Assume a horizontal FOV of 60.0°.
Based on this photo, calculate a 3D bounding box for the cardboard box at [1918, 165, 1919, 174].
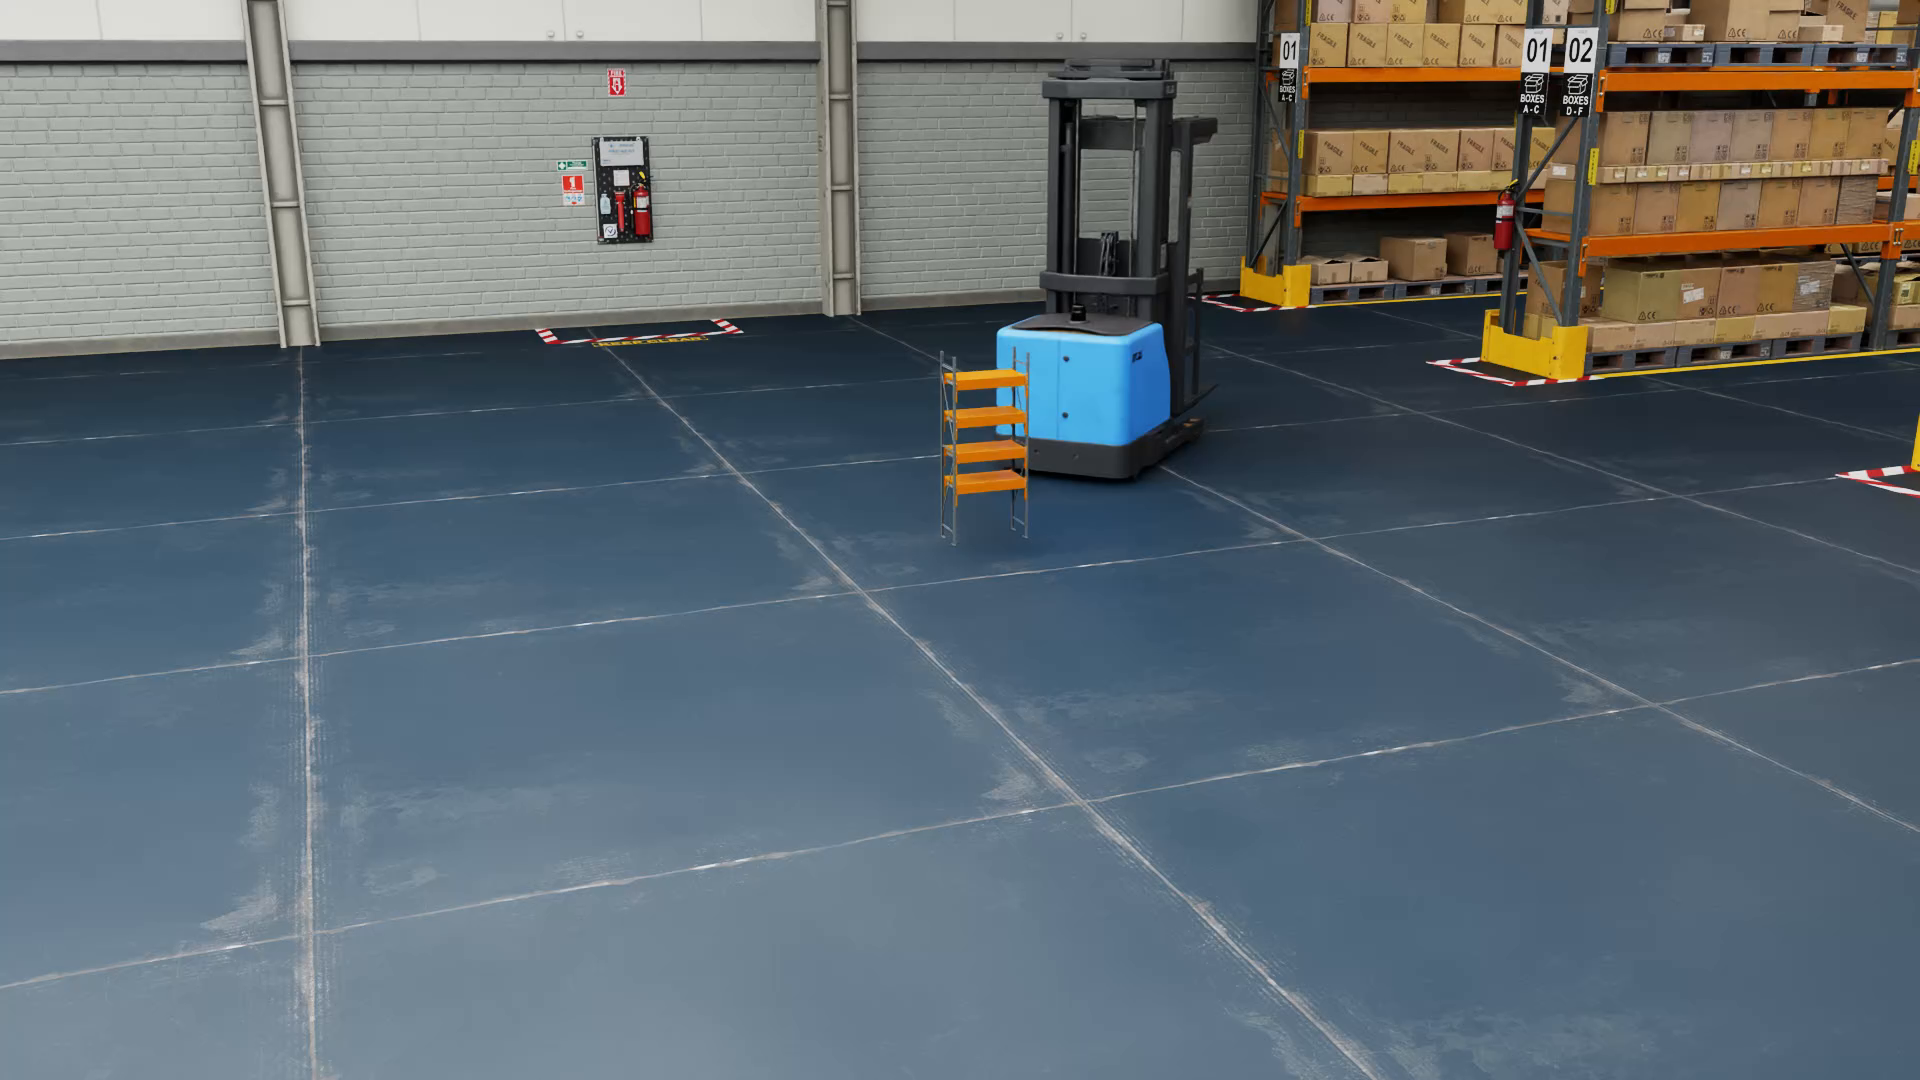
[{"bbox_3d":[13.642,-5.305,23.748,0.250,0.149,0.380,-7,18,-22],"label":"cardboard box"}]

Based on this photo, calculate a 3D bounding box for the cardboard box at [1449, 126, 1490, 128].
[{"bbox_3d":[6.590,-5.088,21.500,0.500,0.500,0.500,-6,17,-20],"label":"cardboard box"}]

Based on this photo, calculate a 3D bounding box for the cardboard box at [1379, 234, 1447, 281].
[{"bbox_3d":[5.767,-3.607,21.212,0.500,0.500,0.700,-7,18,-24],"label":"cardboard box"}]

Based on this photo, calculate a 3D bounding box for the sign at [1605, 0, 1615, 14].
[{"bbox_3d":[5.822,-4.878,14.869,0.005,0.325,0.100,-6,17,-20],"label":"sign"}]

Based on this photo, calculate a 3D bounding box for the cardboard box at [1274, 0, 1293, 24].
[{"bbox_3d":[4.162,-6.520,20.164,0.500,0.500,0.500,-5,17,-18],"label":"cardboard box"}]

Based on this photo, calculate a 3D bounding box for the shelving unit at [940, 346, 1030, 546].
[{"bbox_3d":[0.155,-0.592,10.486,0.503,1.200,0.258,-6,17,-20],"label":"shelving unit"}]

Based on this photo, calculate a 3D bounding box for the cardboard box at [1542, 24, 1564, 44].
[{"bbox_3d":[7.203,-6.215,20.901,0.500,0.500,0.500,-6,17,-19],"label":"cardboard box"}]

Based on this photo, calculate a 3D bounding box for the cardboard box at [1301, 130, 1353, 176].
[{"bbox_3d":[4.407,-4.697,20.170,0.500,0.500,0.500,-6,17,-20],"label":"cardboard box"}]

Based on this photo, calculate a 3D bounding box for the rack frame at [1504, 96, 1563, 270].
[{"bbox_3d":[7.588,-4.834,21.736,0.127,3.000,1.000,-6,17,-20],"label":"rack frame"}]

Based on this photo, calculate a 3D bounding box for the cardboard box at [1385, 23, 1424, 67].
[{"bbox_3d":[5.253,-5.994,20.148,0.500,0.500,0.500,-5,17,-18],"label":"cardboard box"}]

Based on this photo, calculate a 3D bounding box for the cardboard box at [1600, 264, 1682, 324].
[{"bbox_3d":[6.676,-2.416,16.306,0.500,0.500,0.500,-6,17,-20],"label":"cardboard box"}]

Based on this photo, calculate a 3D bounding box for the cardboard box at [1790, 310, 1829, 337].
[{"bbox_3d":[8.539,-2.261,17.109,0.500,0.250,0.500,-6,17,-20],"label":"cardboard box"}]

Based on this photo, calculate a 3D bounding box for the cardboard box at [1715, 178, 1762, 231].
[{"bbox_3d":[7.514,-3.376,16.594,0.500,0.500,0.700,-6,17,-18],"label":"cardboard box"}]

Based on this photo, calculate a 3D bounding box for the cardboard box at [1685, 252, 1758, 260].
[{"bbox_3d":[7.886,-2.708,17.299,0.500,0.500,0.500,-6,17,-20],"label":"cardboard box"}]

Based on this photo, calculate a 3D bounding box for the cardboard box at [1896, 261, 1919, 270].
[{"bbox_3d":[10.591,-2.902,18.297,0.500,0.311,0.500,-6,17,-20],"label":"cardboard box"}]

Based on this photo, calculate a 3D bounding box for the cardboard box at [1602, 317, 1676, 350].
[{"bbox_3d":[6.675,-2.057,16.414,0.500,0.250,0.500,-6,17,-20],"label":"cardboard box"}]

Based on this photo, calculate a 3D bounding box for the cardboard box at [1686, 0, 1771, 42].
[{"bbox_3d":[7.278,-4.979,15.735,0.500,0.500,0.500,-6,17,-20],"label":"cardboard box"}]

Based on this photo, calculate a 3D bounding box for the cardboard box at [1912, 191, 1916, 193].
[{"bbox_3d":[14.498,-4.711,24.387,0.750,0.750,0.750,-6,17,-19],"label":"cardboard box"}]

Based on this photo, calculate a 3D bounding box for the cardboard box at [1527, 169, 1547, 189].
[{"bbox_3d":[7.255,-4.644,21.320,0.500,0.250,0.500,-6,17,-20],"label":"cardboard box"}]

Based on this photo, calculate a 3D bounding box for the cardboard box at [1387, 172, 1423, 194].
[{"bbox_3d":[5.380,-4.440,20.625,0.500,0.250,0.500,-6,18,-21],"label":"cardboard box"}]

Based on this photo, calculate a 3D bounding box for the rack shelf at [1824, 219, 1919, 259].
[{"bbox_3d":[11.232,-3.388,18.087,4.000,0.370,1.077,-6,17,-20],"label":"rack shelf"}]

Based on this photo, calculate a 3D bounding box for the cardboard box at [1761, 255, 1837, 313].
[{"bbox_3d":[8.539,-2.621,17.005,0.500,0.500,0.500,-6,17,-20],"label":"cardboard box"}]

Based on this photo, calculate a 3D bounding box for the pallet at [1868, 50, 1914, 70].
[{"bbox_3d":[10.184,-4.971,17.218,1.217,0.209,0.805,-7,18,-22],"label":"pallet"}]

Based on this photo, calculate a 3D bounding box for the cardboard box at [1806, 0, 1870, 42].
[{"bbox_3d":[8.800,-5.305,16.847,0.500,0.500,0.500,-5,17,-16],"label":"cardboard box"}]

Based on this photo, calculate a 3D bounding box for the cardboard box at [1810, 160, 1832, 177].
[{"bbox_3d":[8.467,-3.728,16.642,0.250,0.149,0.380,-6,17,-20],"label":"cardboard box"}]

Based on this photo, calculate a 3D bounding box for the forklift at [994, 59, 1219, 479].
[{"bbox_3d":[1.317,-2.212,12.928,1.130,2.935,3.031,7,18,23],"label":"forklift"}]

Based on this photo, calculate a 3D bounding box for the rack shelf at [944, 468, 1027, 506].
[{"bbox_3d":[0.155,-0.337,10.561,0.480,0.148,0.258,-6,17,-20],"label":"rack shelf"}]

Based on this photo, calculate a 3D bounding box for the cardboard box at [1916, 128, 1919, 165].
[{"bbox_3d":[13.308,-5.574,23.514,0.500,0.500,0.500,-6,17,-19],"label":"cardboard box"}]

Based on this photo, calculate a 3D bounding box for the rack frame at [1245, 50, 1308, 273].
[{"bbox_3d":[3.853,-4.431,20.363,0.127,3.000,1.000,-6,17,-20],"label":"rack frame"}]

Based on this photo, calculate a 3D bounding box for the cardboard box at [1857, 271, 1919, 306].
[{"bbox_3d":[9.840,-2.658,17.467,0.500,0.311,0.500,-6,17,-20],"label":"cardboard box"}]

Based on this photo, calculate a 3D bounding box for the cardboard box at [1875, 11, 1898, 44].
[{"bbox_3d":[12.753,-7.119,23.236,0.500,0.500,0.700,-5,17,-17],"label":"cardboard box"}]

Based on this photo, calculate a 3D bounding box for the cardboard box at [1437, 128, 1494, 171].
[{"bbox_3d":[6.320,-4.903,20.869,0.500,0.500,0.500,-7,18,-22],"label":"cardboard box"}]

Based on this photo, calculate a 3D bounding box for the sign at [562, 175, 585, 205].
[{"bbox_3d":[-4.280,-3.873,18.401,0.234,0.329,0.001,-6,17,-20],"label":"sign"}]

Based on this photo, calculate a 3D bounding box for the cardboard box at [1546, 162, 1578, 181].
[{"bbox_3d":[5.918,-3.576,16.122,0.250,0.149,0.380,-6,18,-21],"label":"cardboard box"}]

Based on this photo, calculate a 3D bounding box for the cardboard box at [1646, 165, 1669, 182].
[{"bbox_3d":[6.552,-3.522,15.939,0.250,0.149,0.380,-6,17,-20],"label":"cardboard box"}]

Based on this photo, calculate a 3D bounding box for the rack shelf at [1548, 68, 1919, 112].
[{"bbox_3d":[7.497,-4.423,16.291,4.000,0.370,1.077,-6,17,-20],"label":"rack shelf"}]

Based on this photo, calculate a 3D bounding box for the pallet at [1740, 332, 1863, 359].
[{"bbox_3d":[8.607,-2.124,17.456,1.213,0.211,1.003,-6,17,-20],"label":"pallet"}]

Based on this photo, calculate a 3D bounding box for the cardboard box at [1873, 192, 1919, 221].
[{"bbox_3d":[9.809,-3.520,17.528,0.500,0.250,0.500,-5,17,-17],"label":"cardboard box"}]

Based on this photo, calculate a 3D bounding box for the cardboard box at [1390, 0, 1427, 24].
[{"bbox_3d":[5.261,-6.474,20.010,0.500,0.500,0.500,-6,17,-19],"label":"cardboard box"}]

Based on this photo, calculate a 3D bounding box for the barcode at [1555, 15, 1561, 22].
[{"bbox_3d":[5.739,-5.003,15.957,0.075,0.075,0.001,-6,17,-20],"label":"barcode"}]

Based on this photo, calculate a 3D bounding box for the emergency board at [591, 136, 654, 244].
[{"bbox_3d":[-3.727,-3.885,18.504,0.643,1.169,0.194,-6,17,-20],"label":"emergency board"}]

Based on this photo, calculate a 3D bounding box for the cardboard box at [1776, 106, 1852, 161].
[{"bbox_3d":[8.481,-4.104,16.769,0.500,0.500,0.700,-6,17,-20],"label":"cardboard box"}]

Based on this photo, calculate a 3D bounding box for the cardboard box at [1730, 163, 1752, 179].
[{"bbox_3d":[7.508,-3.625,16.289,0.250,0.149,0.380,-6,17,-20],"label":"cardboard box"}]

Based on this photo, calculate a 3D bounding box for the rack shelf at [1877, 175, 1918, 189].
[{"bbox_3d":[13.191,-5.094,23.897,4.000,0.370,1.077,-6,17,-20],"label":"rack shelf"}]

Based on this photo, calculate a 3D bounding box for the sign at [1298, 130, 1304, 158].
[{"bbox_3d":[4.048,-4.703,19.754,0.005,0.325,0.100,-6,17,-20],"label":"sign"}]

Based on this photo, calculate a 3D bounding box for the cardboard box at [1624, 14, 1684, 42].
[{"bbox_3d":[6.610,-4.949,16.077,0.500,0.250,0.500,-6,17,-20],"label":"cardboard box"}]

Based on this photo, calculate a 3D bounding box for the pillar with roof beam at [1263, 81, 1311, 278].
[{"bbox_3d":[5.738,-6.475,16.676,0.400,9.000,9.100,-6,17,-20],"label":"pillar with roof beam"}]

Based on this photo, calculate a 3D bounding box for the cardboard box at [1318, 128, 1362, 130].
[{"bbox_3d":[4.691,-4.880,20.791,0.500,0.500,0.500,-6,17,-19],"label":"cardboard box"}]

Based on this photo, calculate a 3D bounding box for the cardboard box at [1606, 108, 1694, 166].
[{"bbox_3d":[6.608,-3.902,16.081,0.500,0.500,0.700,-7,18,-22],"label":"cardboard box"}]

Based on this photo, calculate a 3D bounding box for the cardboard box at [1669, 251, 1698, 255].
[{"bbox_3d":[9.694,-4.084,22.837,0.500,0.500,0.700,-6,17,-20],"label":"cardboard box"}]

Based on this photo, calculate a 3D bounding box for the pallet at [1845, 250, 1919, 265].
[{"bbox_3d":[13.224,-4.081,24.120,1.213,0.211,1.003,-6,17,-20],"label":"pallet"}]

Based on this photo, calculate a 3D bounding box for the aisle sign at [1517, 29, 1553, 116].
[{"bbox_3d":[5.463,-4.446,15.800,0.004,0.787,0.394,-6,17,-20],"label":"aisle sign"}]

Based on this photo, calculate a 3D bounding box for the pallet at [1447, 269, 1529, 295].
[{"bbox_3d":[6.974,-3.419,21.866,1.213,0.211,1.003,-6,17,-20],"label":"pallet"}]
